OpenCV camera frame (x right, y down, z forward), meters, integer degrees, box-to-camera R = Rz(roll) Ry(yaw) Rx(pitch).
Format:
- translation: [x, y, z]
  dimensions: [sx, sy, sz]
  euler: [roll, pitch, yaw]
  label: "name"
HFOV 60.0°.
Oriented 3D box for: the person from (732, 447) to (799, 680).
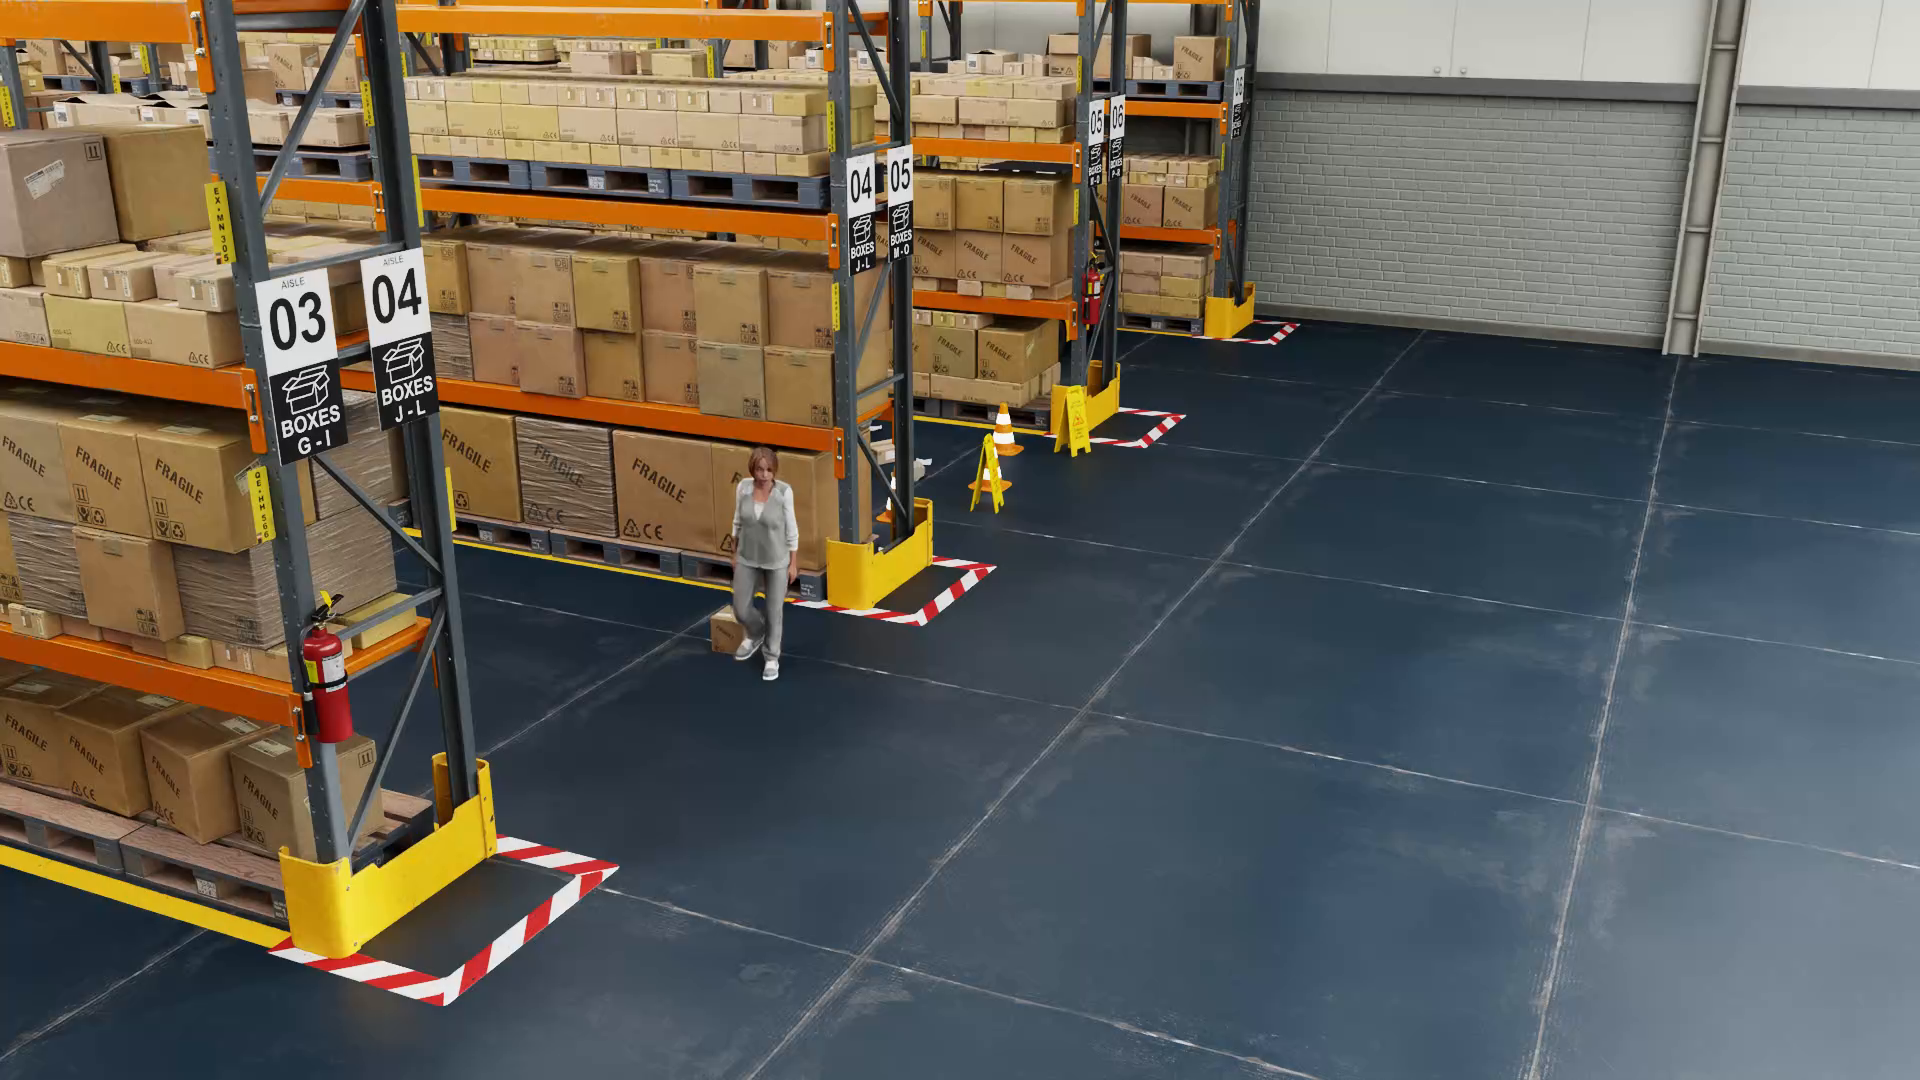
- translation: [-1.255, 0.136, 10.665]
  dimensions: [0.470, 1.588, 0.449]
  euler: [1, 19, 3]
  label: "person"
